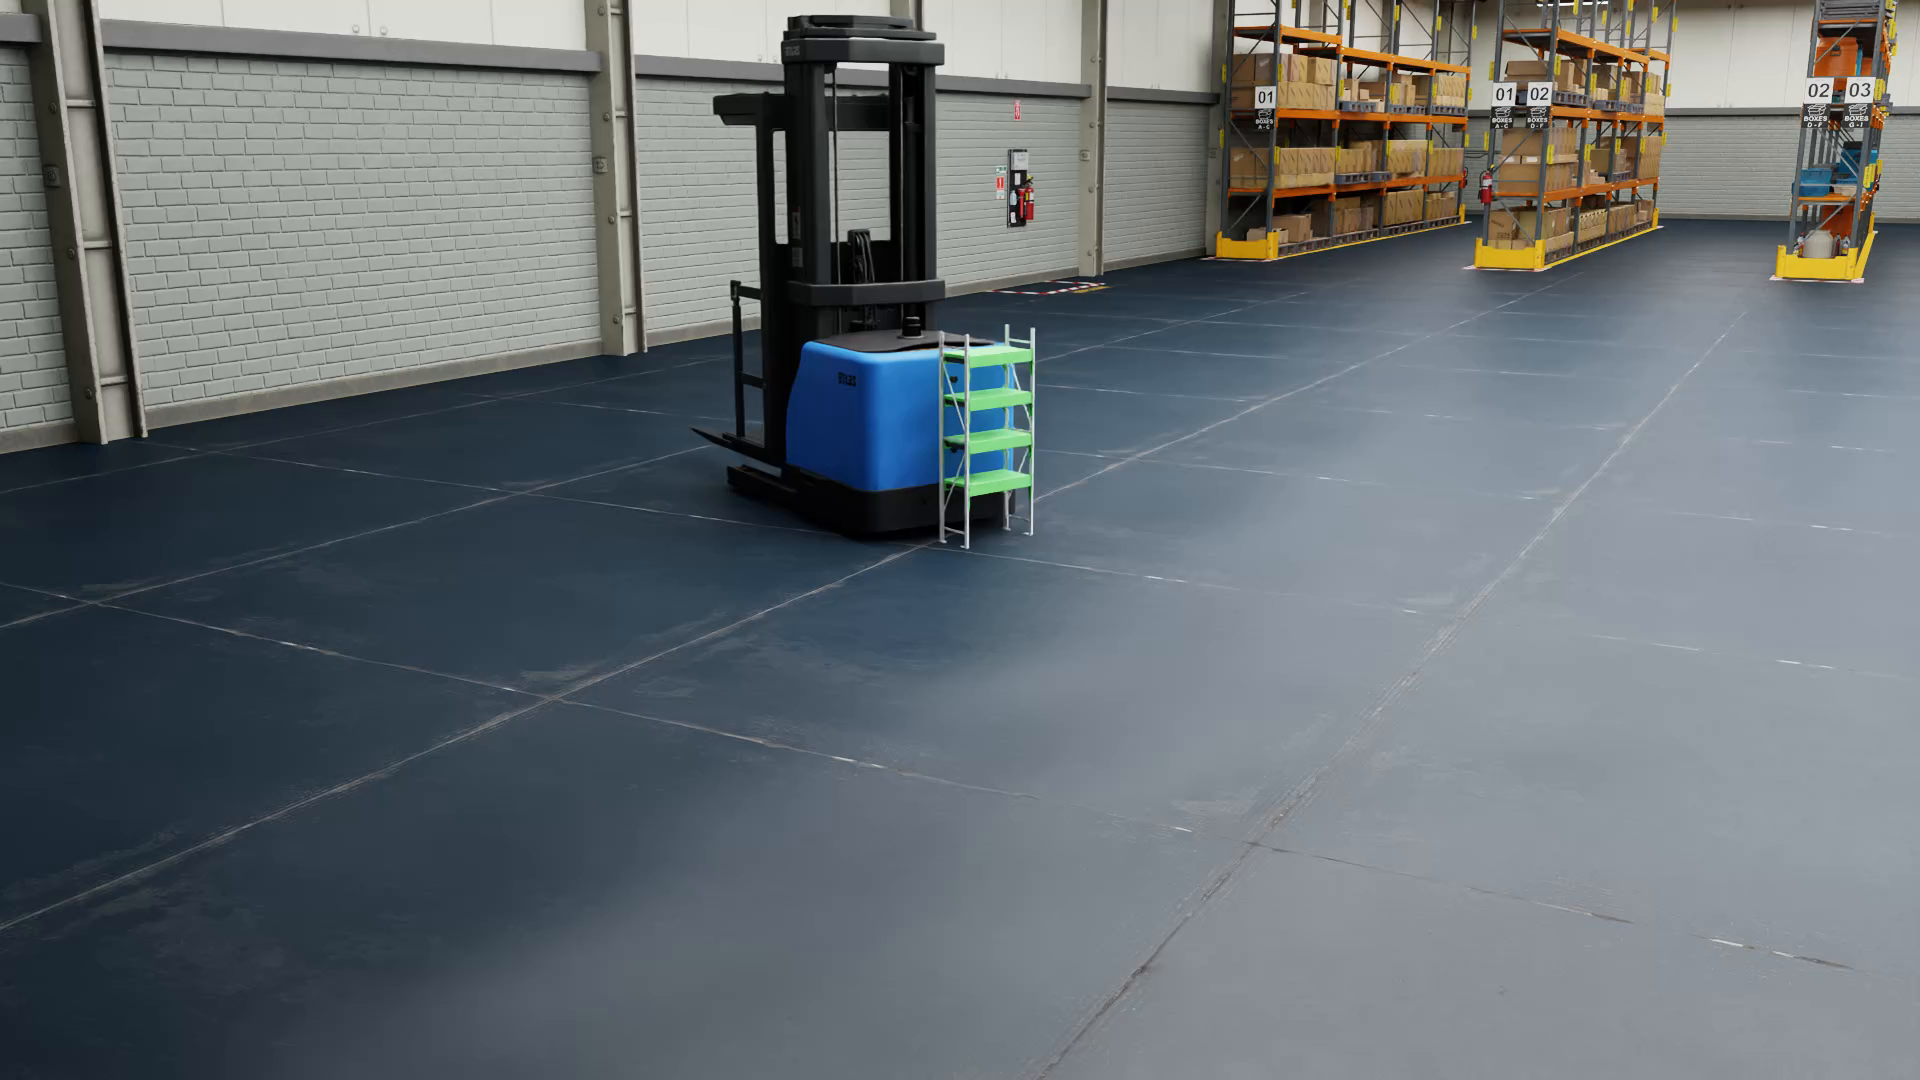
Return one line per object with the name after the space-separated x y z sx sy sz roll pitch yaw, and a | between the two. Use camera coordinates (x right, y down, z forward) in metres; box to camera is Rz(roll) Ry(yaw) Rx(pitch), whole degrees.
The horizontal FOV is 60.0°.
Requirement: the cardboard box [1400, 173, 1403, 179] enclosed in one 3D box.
10.479 -8.804 40.147 0.380 0.149 0.250 7 15 28 | cardboard box

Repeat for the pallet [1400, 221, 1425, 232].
11.011 -7.858 41.677 1.003 0.211 1.213 7 15 28 | pallet

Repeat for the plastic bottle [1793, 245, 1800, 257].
14.694 -5.076 29.220 0.097 0.201 0.097 0 14 0 | plastic bottle

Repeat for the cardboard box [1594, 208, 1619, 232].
14.441 -7.167 37.256 0.500 0.500 0.500 7 15 26 | cardboard box

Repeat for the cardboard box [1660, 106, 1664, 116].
17.573 -10.890 42.226 0.500 0.250 0.500 7 15 28 | cardboard box

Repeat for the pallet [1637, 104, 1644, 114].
15.280 -10.061 38.866 1.213 0.211 1.003 7 15 28 | pallet

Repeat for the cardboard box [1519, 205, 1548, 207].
11.291 -6.351 32.847 0.500 0.500 0.500 7 15 28 | cardboard box

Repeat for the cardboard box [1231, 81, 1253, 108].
5.497 -8.549 31.939 0.500 0.500 0.500 9 16 32 | cardboard box

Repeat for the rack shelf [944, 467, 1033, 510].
0.153 -0.296 9.500 0.480 0.148 0.258 -11 17 -39 | rack shelf

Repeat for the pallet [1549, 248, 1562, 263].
10.779 -5.413 31.537 1.003 0.211 1.213 7 15 28 | pallet

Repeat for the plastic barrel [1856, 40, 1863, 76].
15.549 -8.331 29.322 0.600 0.901 0.708 7 15 28 | plastic barrel

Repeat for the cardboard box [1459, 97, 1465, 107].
13.130 -11.659 44.303 0.500 0.250 0.500 8 16 30 | cardboard box

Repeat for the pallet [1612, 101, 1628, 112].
13.473 -9.216 35.364 1.213 0.211 1.003 8 16 31 | pallet

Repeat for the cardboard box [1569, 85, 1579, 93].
11.445 -8.508 31.367 0.380 0.149 0.250 7 15 28 | cardboard box

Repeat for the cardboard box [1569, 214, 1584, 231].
12.207 -6.375 33.351 0.500 0.311 0.500 7 15 28 | cardboard box

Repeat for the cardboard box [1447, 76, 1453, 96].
12.386 -11.706 42.898 0.500 0.500 0.500 7 15 28 | cardboard box

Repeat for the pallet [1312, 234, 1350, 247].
7.826 -6.543 36.224 1.003 0.211 1.213 7 15 28 | pallet

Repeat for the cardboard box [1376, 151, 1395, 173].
9.843 -8.833 38.882 0.500 0.500 0.500 8 16 30 | cardboard box

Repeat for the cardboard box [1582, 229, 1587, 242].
12.449 -6.205 33.844 0.500 0.250 0.500 8 16 29 | cardboard box

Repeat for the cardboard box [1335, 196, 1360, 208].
8.752 -7.659 37.699 0.500 0.250 0.500 8 16 29 | cardboard box

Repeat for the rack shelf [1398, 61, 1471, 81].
12.285 -12.163 43.172 1.077 0.370 4.000 7 15 28 | rack shelf

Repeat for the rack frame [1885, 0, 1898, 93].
21.924 -11.995 40.087 1.000 3.000 0.127 7 15 28 | rack frame

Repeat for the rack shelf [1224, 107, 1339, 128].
6.484 -8.437 33.265 1.077 0.370 4.000 7 15 28 | rack shelf

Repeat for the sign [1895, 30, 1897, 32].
20.471 -11.010 36.448 0.100 0.325 0.005 7 15 28 | sign

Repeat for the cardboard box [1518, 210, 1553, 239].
10.549 -5.777 30.469 0.500 0.500 0.500 7 15 28 | cardboard box

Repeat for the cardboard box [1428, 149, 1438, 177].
11.595 -9.636 42.461 0.980 0.700 0.700 8 16 29 | cardboard box

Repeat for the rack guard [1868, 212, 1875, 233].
21.925 -7.870 41.110 1.175 0.500 0.348 7 15 28 | rack guard

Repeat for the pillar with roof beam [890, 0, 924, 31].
3.066 -7.127 19.894 9.100 9.000 0.400 7 15 28 | pillar with roof beam

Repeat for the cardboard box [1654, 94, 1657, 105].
16.843 -10.826 40.894 0.500 0.250 0.500 7 15 28 | cardboard box

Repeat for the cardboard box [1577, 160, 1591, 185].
12.926 -7.702 34.866 0.500 0.500 0.500 6 15 25 | cardboard box

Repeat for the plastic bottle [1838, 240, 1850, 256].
15.733 -5.203 29.588 0.152 0.276 0.135 8 16 29 | plastic bottle

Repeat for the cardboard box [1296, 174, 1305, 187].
6.521 -7.131 32.991 0.500 0.250 0.500 7 15 27 | cardboard box

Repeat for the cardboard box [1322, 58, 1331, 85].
7.189 -9.494 33.724 0.500 0.500 0.500 8 16 31 | cardboard box

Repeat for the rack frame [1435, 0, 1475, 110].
13.252 -13.117 44.743 1.000 3.000 0.127 7 15 28 | rack frame

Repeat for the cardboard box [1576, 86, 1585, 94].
12.095 -8.893 33.046 0.500 0.250 0.500 9 16 34 | cardboard box

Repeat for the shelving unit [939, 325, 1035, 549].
0.153 -0.592 9.429 0.503 1.200 0.258 -11 17 -39 | shelving unit

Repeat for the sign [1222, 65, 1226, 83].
5.041 -8.874 31.653 0.100 0.325 0.005 7 15 28 | sign

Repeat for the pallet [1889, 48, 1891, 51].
19.618 -10.715 36.034 1.003 0.211 1.213 7 15 28 | pallet

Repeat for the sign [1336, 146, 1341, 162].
7.930 -8.100 34.884 0.100 0.325 0.005 7 15 28 | sign

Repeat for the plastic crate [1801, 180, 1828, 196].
14.489 -5.993 28.308 0.499 0.251 0.408 7 15 28 | plastic crate

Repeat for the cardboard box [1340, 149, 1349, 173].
8.003 -8.216 36.060 0.700 0.500 0.500 9 16 34 | cardboard box

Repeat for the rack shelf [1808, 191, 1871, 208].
17.090 -6.677 32.365 1.077 0.370 4.000 7 15 28 | rack shelf

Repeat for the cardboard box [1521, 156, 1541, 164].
10.234 -6.778 29.650 0.380 0.149 0.250 7 15 28 | cardboard box

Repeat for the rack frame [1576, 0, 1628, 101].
13.723 -10.916 35.610 1.000 3.000 0.127 7 15 28 | rack frame

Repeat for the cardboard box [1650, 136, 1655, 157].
16.877 -9.737 41.174 0.500 0.500 0.500 8 16 30 | cardboard box

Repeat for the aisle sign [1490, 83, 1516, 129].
9.567 -7.641 29.283 0.394 0.787 0.004 7 15 28 | aisle sign

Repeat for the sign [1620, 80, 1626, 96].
14.205 -9.683 35.624 0.100 0.325 0.005 7 15 28 | sign

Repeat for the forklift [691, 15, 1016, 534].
-0.862 -1.754 10.555 1.130 2.935 3.031 -8 16 -30 | forklift

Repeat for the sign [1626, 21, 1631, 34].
17.115 -13.111 42.555 0.100 0.325 0.005 7 15 28 | sign

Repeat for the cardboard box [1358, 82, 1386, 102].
9.564 -10.384 38.655 0.700 0.500 0.500 6 15 24 | cardboard box

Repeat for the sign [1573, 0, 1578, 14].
13.243 -11.468 35.738 0.100 0.325 0.005 7 15 28 | sign

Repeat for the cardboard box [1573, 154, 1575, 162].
11.724 -7.412 32.280 0.380 0.149 0.250 7 15 27 | cardboard box

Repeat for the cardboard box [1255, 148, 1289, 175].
6.011 -7.284 32.022 0.500 0.500 0.500 7 15 28 | cardboard box

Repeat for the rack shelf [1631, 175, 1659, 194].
16.623 -8.880 41.504 1.077 0.370 4.000 7 15 28 | rack shelf

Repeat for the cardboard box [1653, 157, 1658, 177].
17.364 -9.459 42.157 0.500 0.500 0.500 8 15 29 | cardboard box
